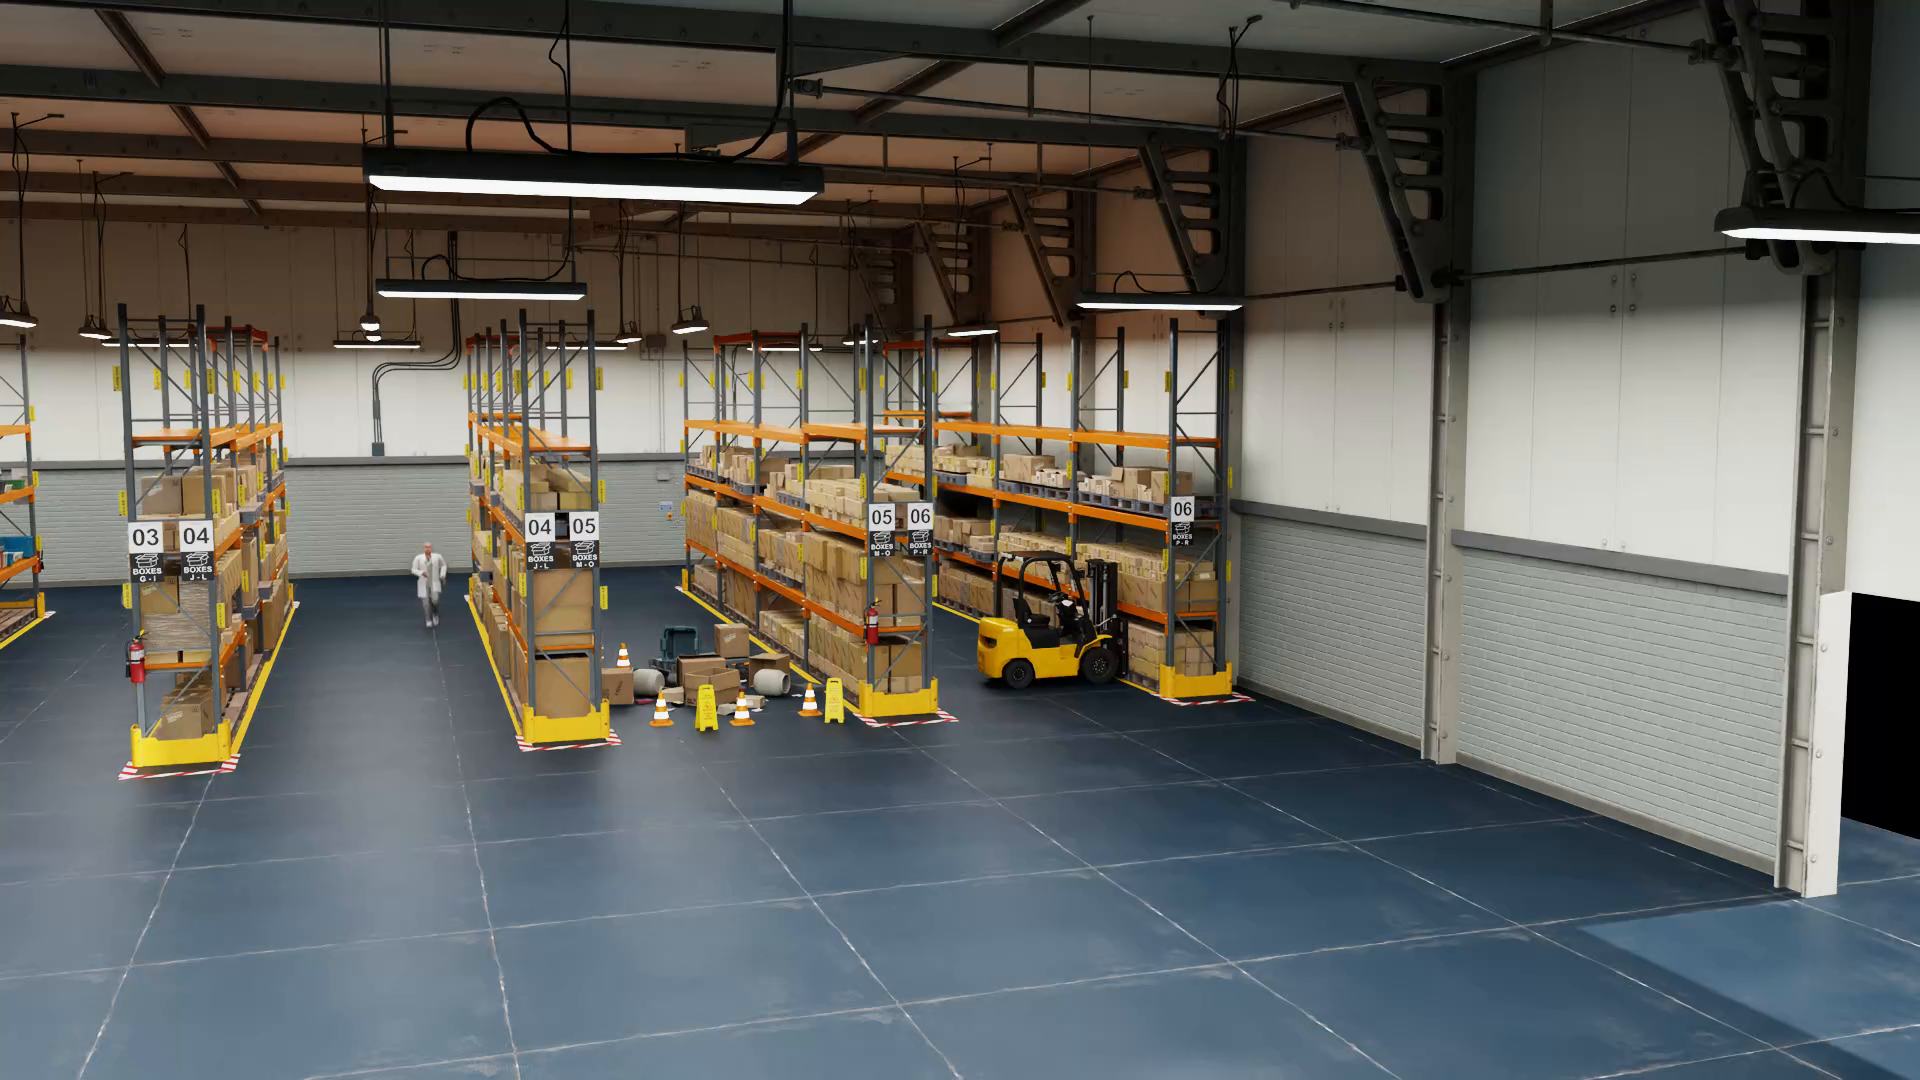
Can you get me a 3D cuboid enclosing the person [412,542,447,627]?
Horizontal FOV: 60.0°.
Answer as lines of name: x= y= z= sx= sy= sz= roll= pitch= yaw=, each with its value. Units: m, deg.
person: x=-10.804 y=0.912 z=33.880 sx=0.688 sy=1.743 sz=0.686 roll=-2 pitch=6 yaw=-18
